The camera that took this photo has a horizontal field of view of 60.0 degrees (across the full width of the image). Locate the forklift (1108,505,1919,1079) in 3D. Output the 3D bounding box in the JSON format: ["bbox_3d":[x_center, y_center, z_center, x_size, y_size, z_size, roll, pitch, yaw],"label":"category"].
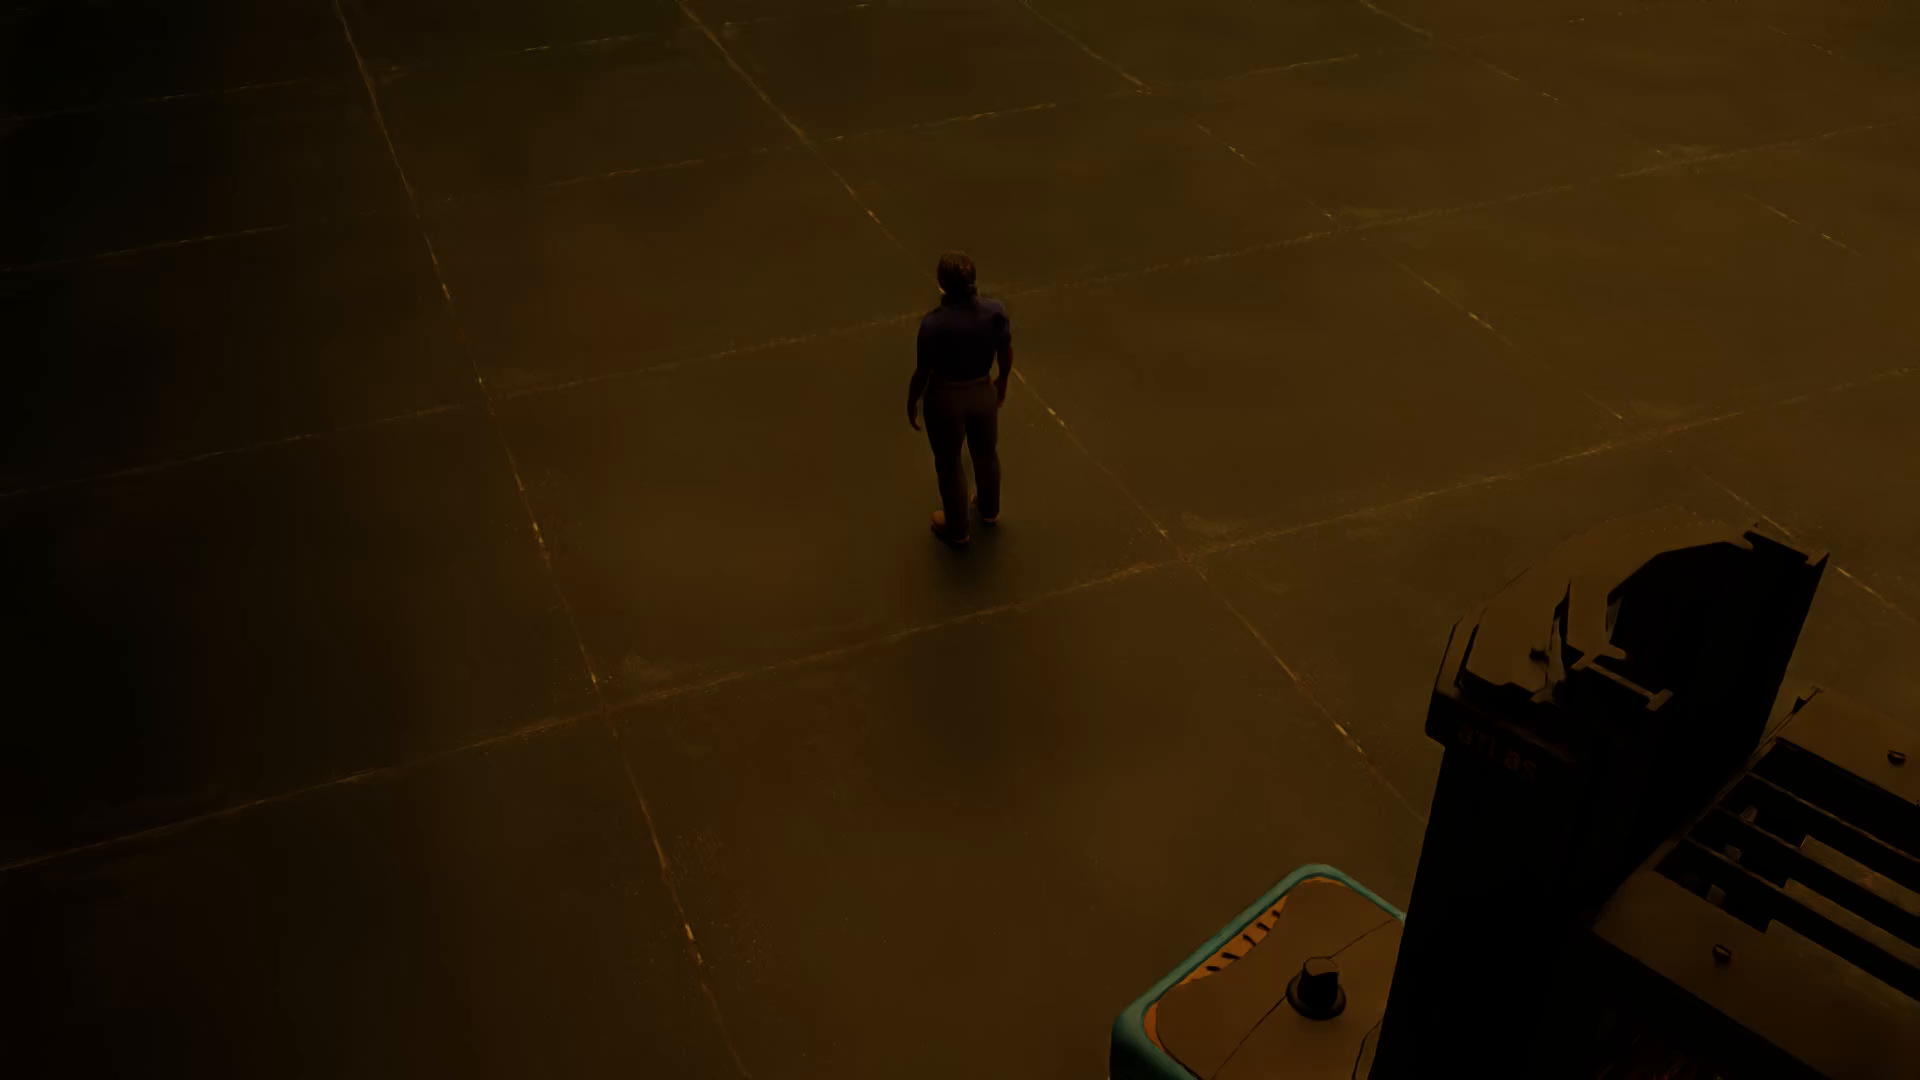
[{"bbox_3d":[1.801,1.509,3.977,1.130,2.935,3.031,-28,44,-34],"label":"forklift"}]

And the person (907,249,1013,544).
[{"bbox_3d":[-0.016,-0.731,8.216,0.570,1.654,0.503,-14,38,-19],"label":"person"}]
